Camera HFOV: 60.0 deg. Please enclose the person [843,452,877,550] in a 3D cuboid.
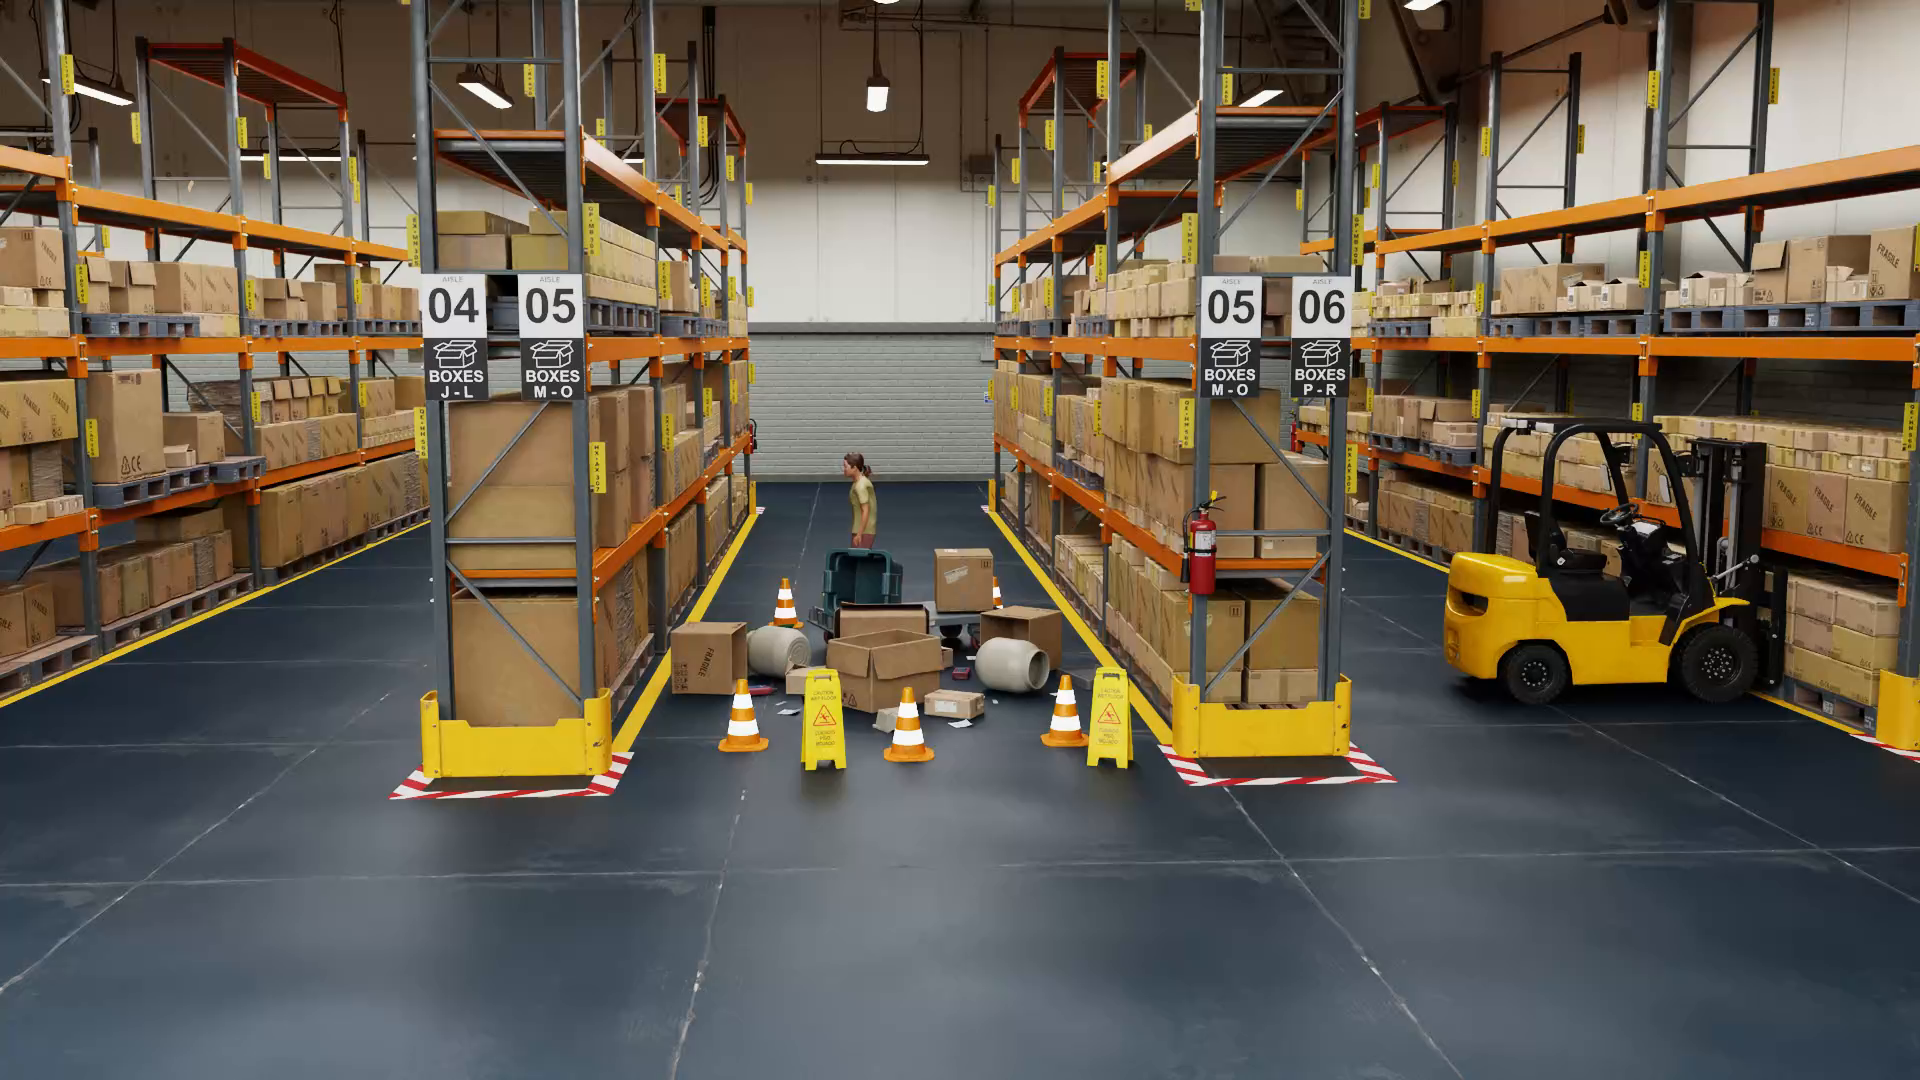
[{"bbox_3d":[-1.009,-0.050,16.666,0.360,1.673,0.499,0,7,-3],"label":"person"}]
